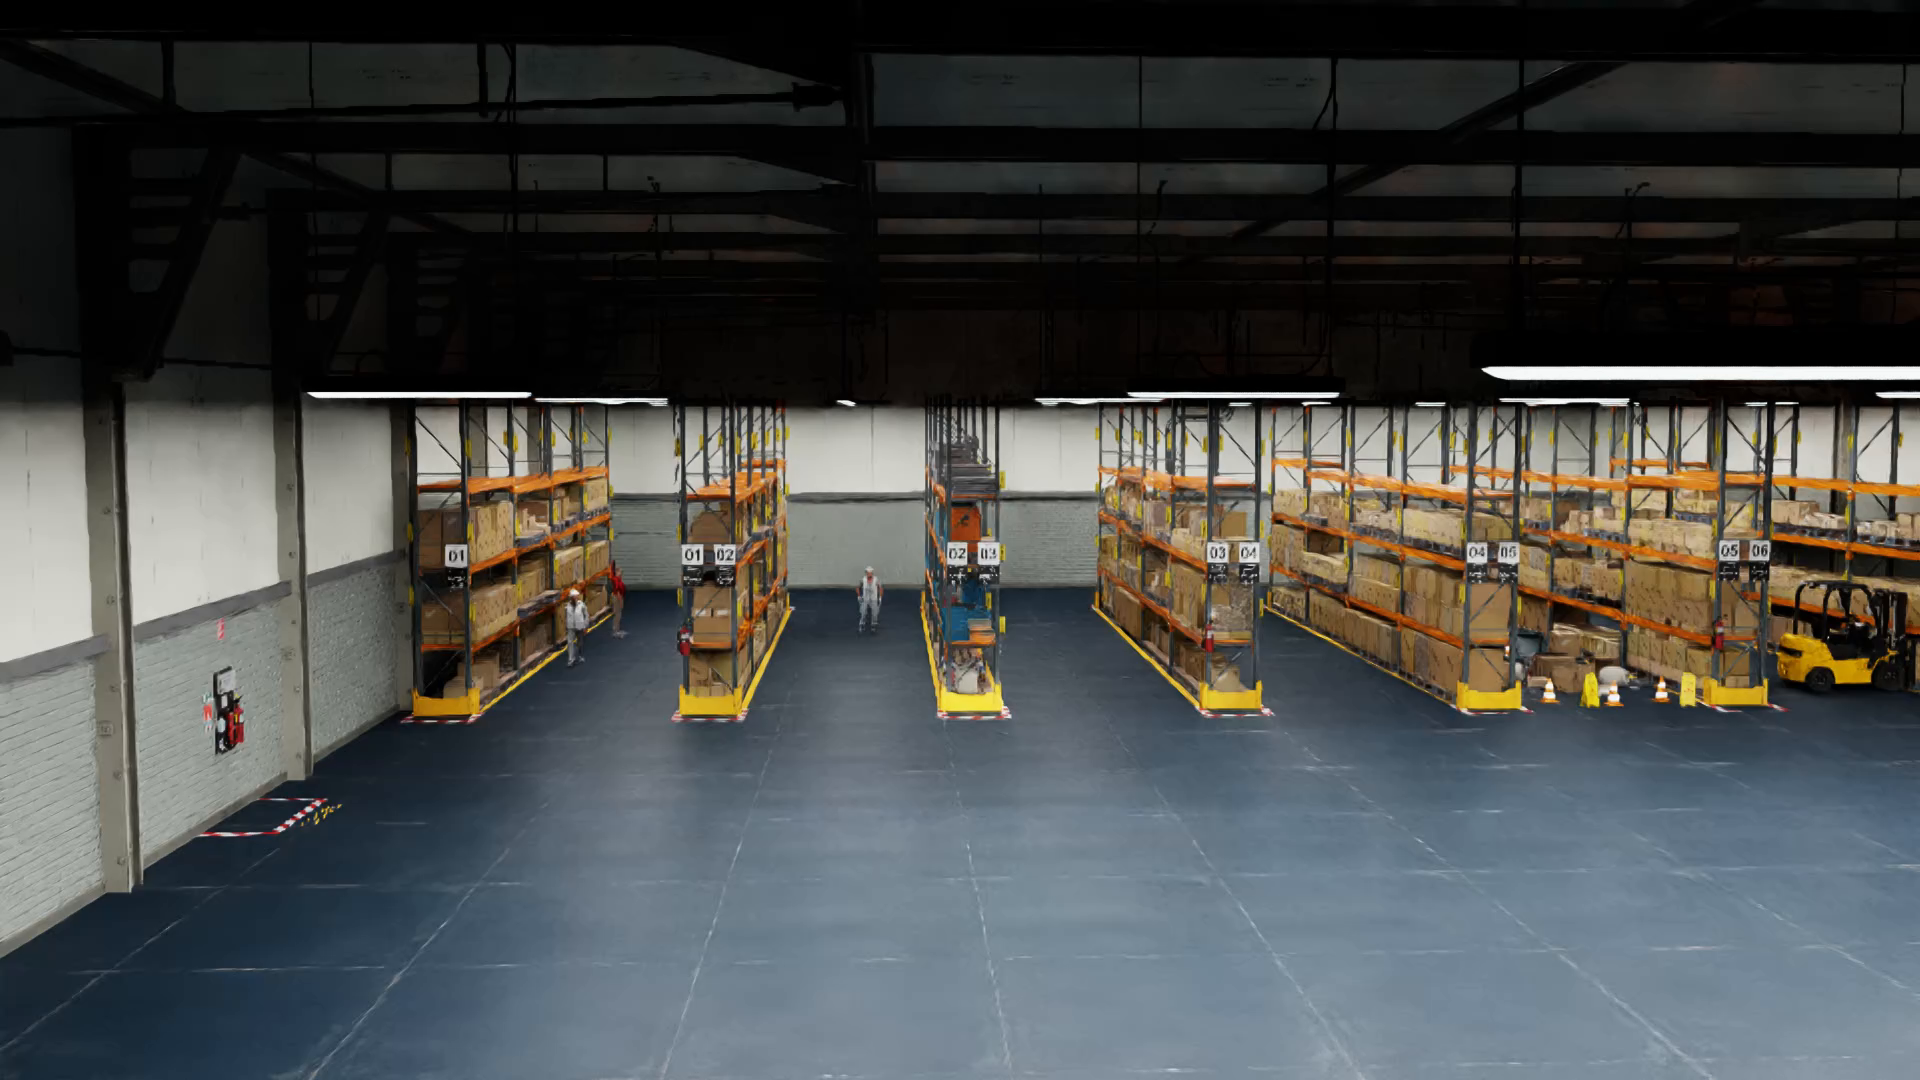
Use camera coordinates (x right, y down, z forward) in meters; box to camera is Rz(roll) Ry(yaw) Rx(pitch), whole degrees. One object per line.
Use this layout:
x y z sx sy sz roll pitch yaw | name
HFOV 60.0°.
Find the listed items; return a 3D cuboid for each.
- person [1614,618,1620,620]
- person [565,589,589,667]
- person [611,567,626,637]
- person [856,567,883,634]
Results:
17.922 1.363 44.878 0.458 1.674 0.504 1 5 12 | person
-8.541 1.936 37.068 0.555 1.725 1.029 0 5 -3 | person
-8.591 1.537 41.861 0.406 1.731 0.657 -2 5 -19 | person
-2.296 1.530 42.195 0.677 1.741 0.552 0 5 -4 | person
